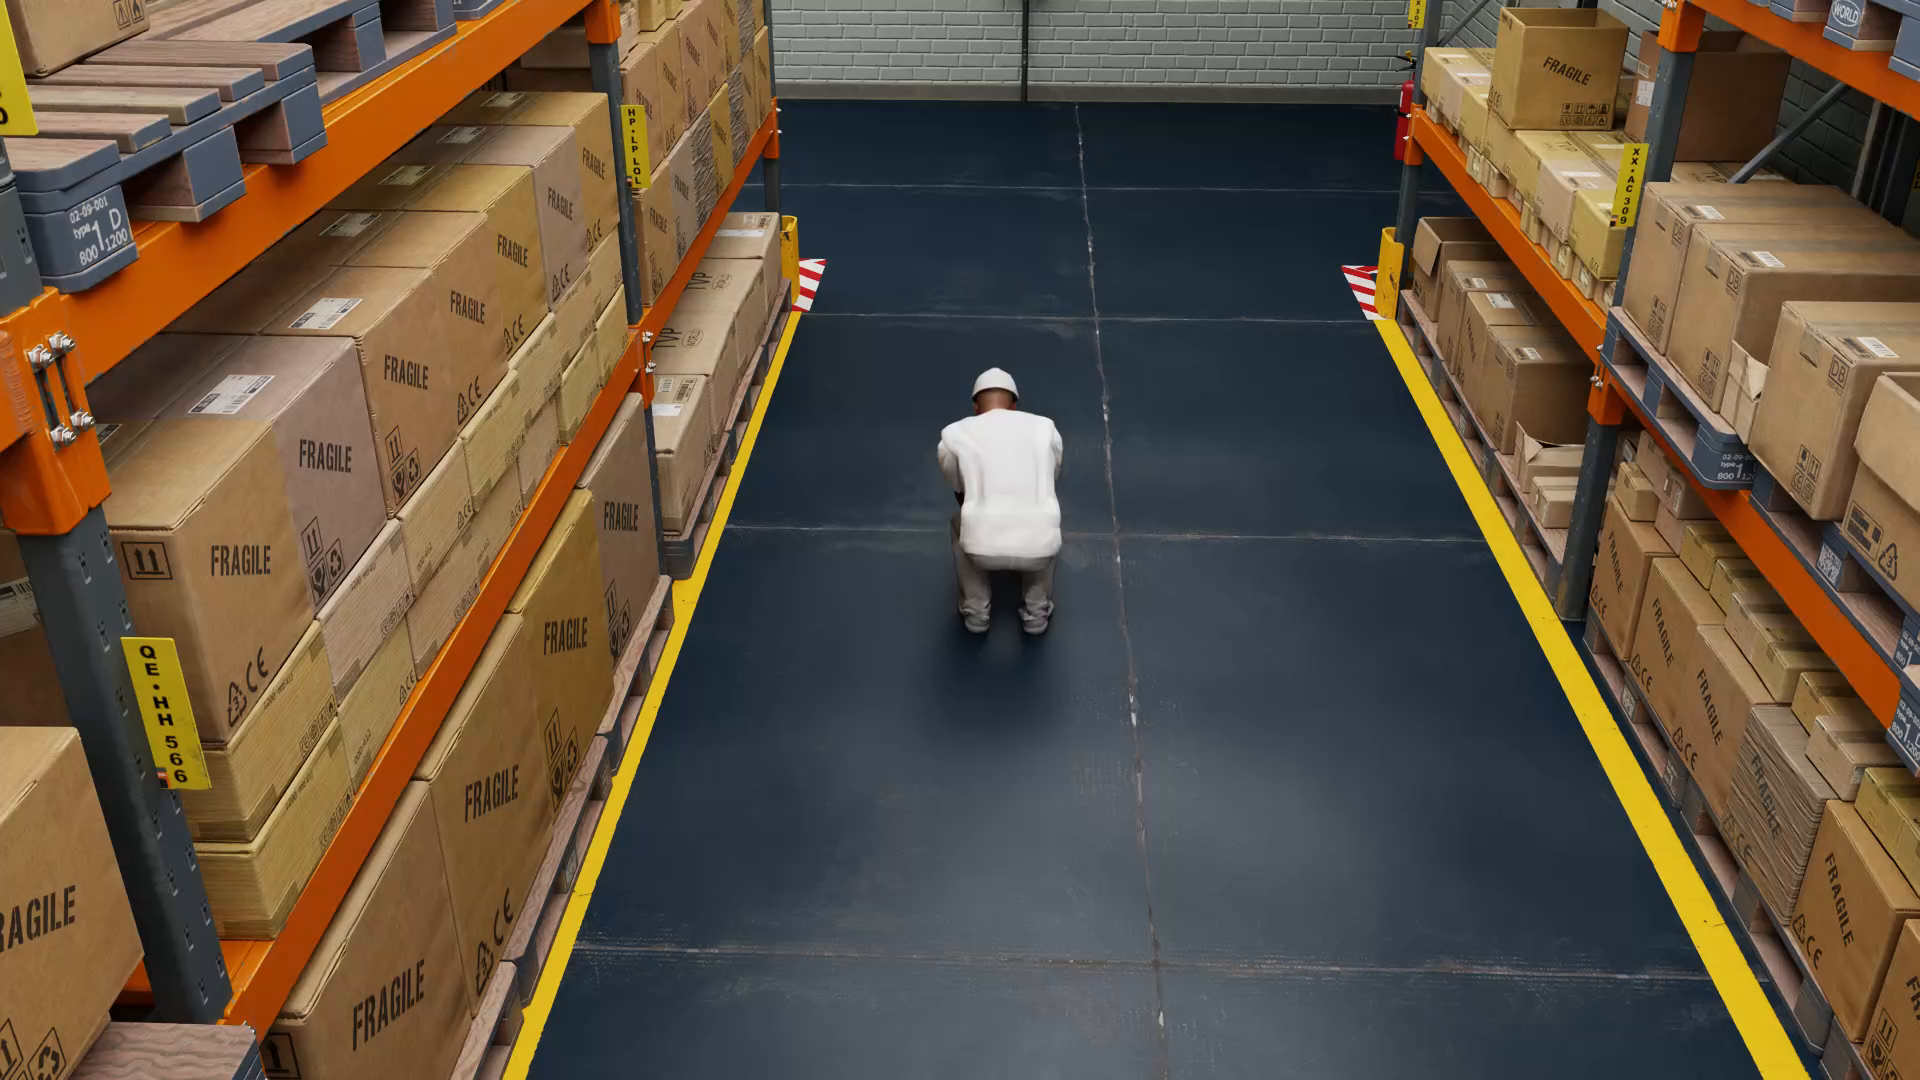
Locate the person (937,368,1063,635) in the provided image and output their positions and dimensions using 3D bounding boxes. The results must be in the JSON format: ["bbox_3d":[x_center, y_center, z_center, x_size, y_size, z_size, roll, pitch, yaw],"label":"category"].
[{"bbox_3d":[0.173,-0.165,7.230,0.544,1.010,0.904,0,28,1],"label":"person"}]
